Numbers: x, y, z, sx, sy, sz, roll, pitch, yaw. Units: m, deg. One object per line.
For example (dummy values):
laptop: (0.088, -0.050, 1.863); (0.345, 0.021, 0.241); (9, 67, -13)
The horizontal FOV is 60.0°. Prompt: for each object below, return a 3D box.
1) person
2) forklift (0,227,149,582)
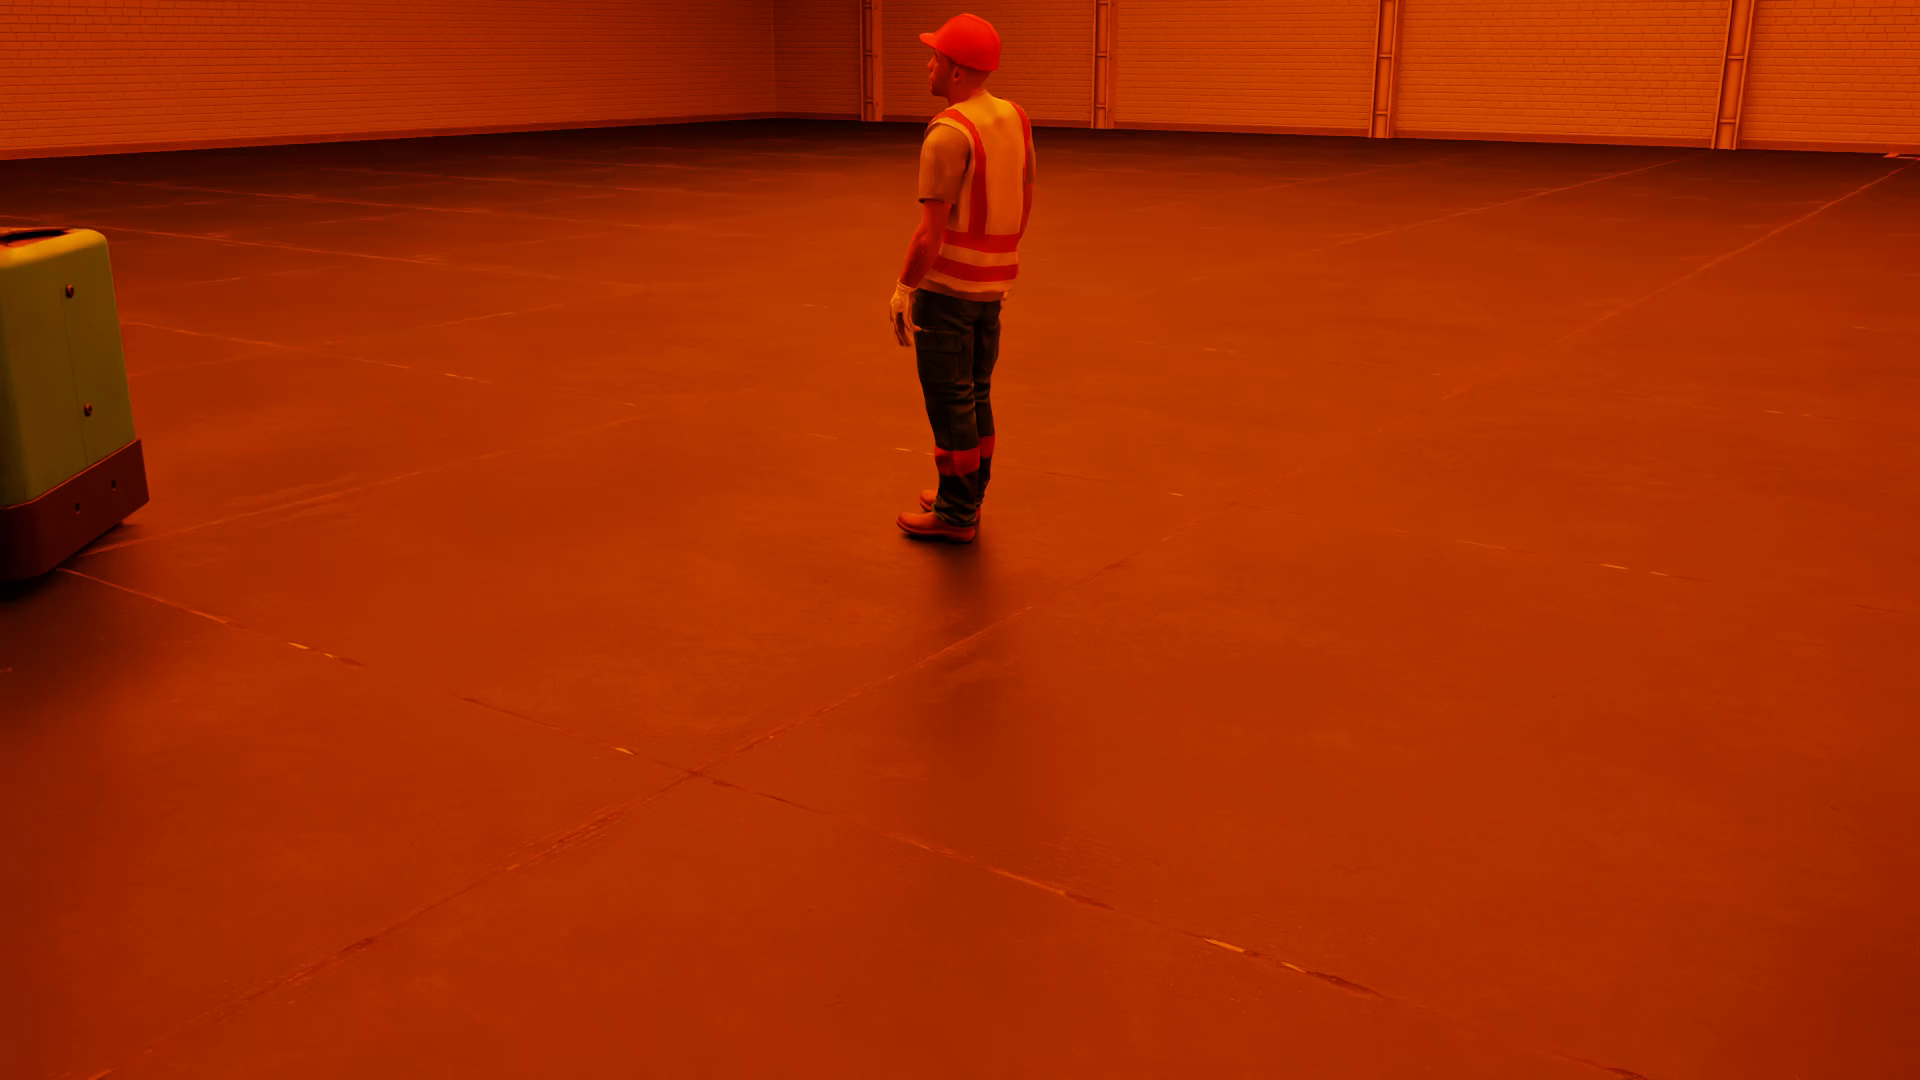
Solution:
person: (-0.059, -0.880, 5.743); (0.564, 1.787, 0.637); (11, 20, 33)
forklift: (-4.482, -1.317, 5.237); (3.031, 2.935, 1.130); (-1, 17, -5)
